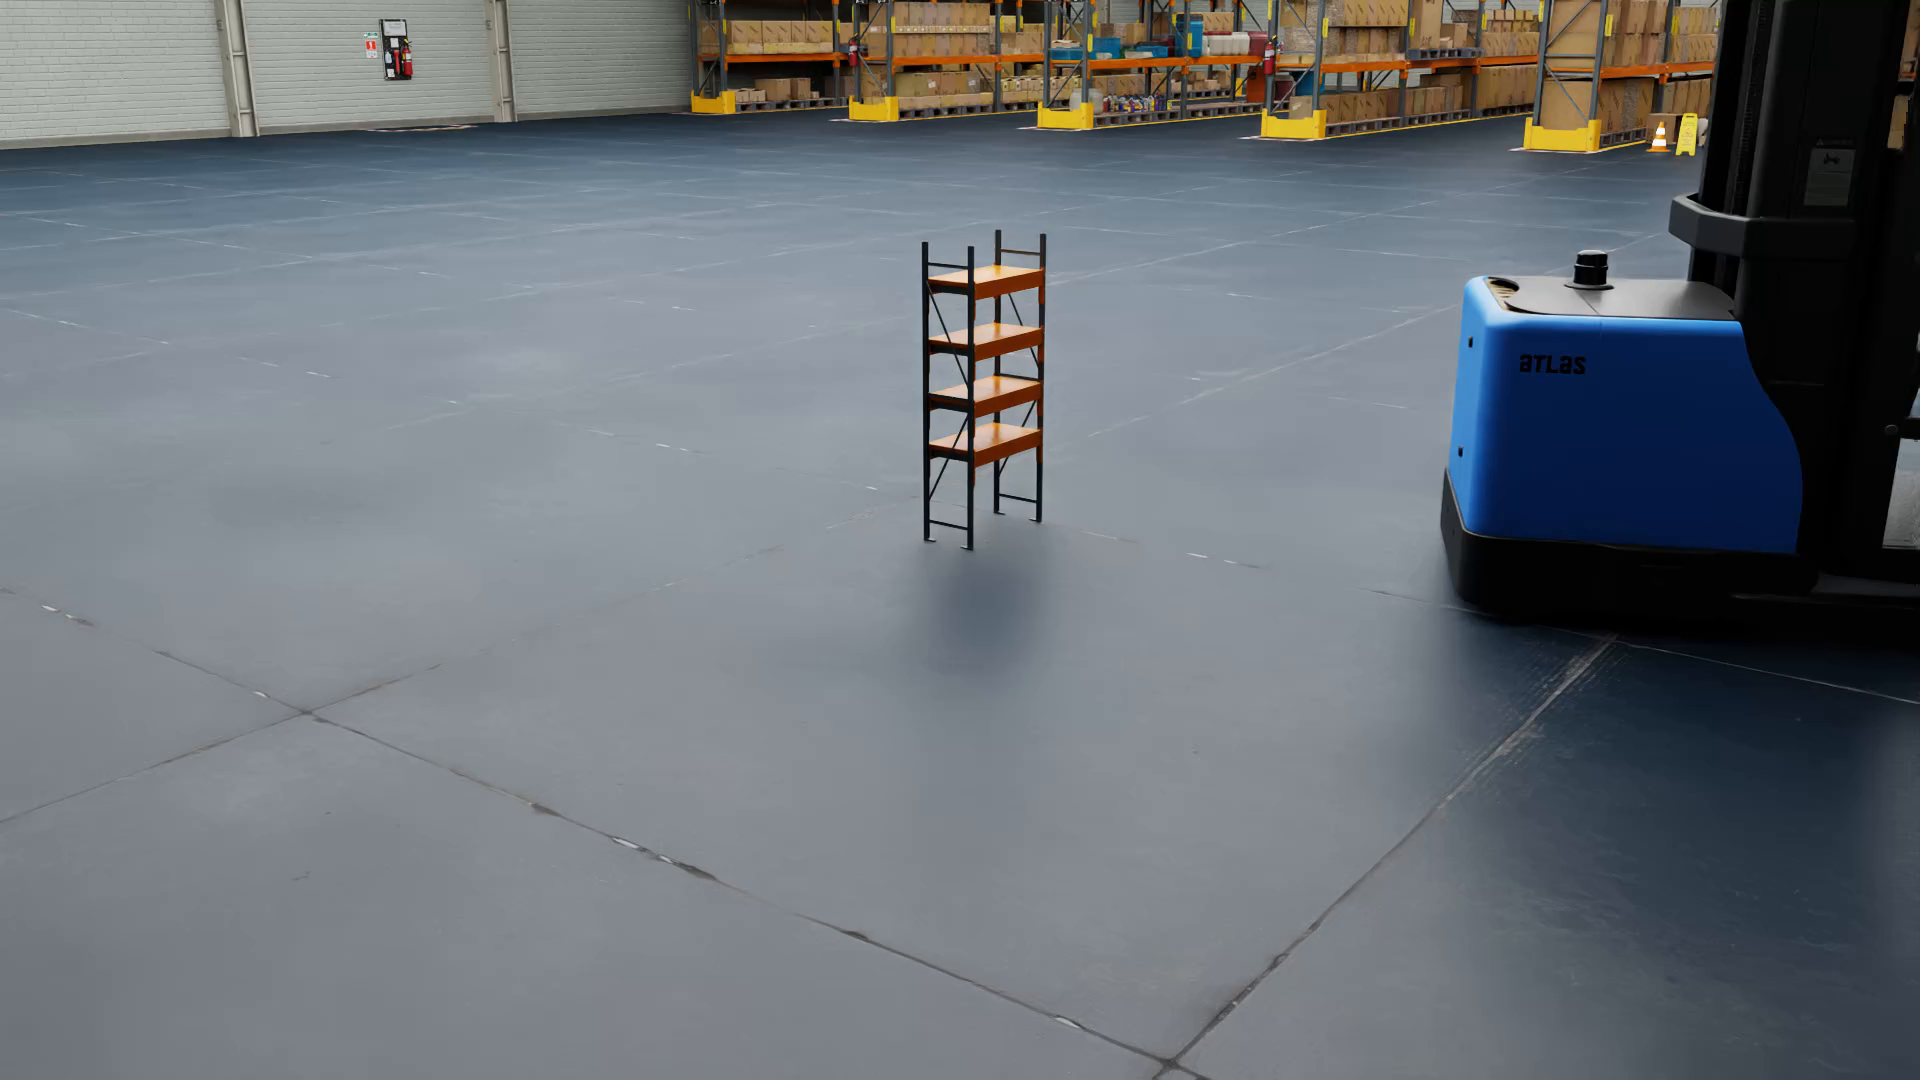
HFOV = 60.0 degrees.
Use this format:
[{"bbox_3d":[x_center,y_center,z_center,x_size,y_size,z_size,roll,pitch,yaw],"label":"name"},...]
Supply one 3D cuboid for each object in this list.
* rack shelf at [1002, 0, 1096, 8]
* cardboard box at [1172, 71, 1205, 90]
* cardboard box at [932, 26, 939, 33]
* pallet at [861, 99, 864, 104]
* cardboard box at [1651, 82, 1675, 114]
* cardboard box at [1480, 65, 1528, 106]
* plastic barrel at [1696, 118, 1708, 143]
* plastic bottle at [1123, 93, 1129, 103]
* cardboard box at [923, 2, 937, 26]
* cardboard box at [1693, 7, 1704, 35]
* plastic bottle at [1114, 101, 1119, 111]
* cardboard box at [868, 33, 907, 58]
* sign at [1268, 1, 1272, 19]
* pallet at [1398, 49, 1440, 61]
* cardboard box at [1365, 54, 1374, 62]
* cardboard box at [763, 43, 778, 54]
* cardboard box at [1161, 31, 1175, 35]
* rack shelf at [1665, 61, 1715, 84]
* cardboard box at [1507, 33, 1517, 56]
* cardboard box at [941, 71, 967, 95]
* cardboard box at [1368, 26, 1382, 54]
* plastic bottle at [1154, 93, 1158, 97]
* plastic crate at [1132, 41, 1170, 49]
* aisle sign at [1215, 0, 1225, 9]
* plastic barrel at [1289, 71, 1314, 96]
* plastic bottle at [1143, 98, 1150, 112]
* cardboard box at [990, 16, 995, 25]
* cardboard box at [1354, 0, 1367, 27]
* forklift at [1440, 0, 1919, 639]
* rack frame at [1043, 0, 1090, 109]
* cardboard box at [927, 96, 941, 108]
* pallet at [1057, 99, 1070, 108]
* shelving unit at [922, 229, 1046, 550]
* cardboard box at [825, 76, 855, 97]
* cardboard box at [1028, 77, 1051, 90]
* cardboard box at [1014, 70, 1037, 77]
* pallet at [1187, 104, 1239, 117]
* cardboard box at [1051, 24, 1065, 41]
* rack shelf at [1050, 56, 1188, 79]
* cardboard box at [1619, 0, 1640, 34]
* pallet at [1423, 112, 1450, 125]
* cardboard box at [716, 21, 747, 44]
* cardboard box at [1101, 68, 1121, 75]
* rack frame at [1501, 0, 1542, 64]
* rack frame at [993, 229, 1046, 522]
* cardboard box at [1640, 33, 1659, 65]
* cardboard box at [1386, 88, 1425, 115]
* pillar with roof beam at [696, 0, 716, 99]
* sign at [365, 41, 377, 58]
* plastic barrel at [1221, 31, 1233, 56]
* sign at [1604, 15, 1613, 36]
[{"bbox_3d":[2.497,-15.892,49.017,1.077,0.370,4.000,12,21,35],"label":"rack shelf"},{"bbox_3d":[6.401,-12.919,46.755,0.797,0.503,0.637,12,21,35],"label":"cardboard box"},{"bbox_3d":[-0.691,-11.314,36.858,0.380,0.149,0.250,12,21,34],"label":"cardboard box"},{"bbox_3d":[-2.272,-11.567,43.637,1.003,0.211,1.213,12,21,35],"label":"pallet"},{"bbox_3d":[12.694,-8.185,31.129,1.050,0.750,0.750,12,21,34],"label":"cardboard box"},{"bbox_3d":[12.343,-10.518,38.431,1.225,0.875,0.875,12,21,33],"label":"cardboard box"},{"bbox_3d":[12.952,-7.124,28.969,0.421,0.421,0.512,-4,18,-13],"label":"plastic barrel"},{"bbox_3d":[3.569,-9.452,35.848,0.144,0.351,0.185,11,21,32],"label":"plastic bottle"},{"bbox_3d":[-0.935,-11.630,36.780,0.700,0.500,0.500,13,21,35],"label":"cardboard box"},{"bbox_3d":[13.900,-10.025,32.113,0.700,0.500,0.500,12,21,34],"label":"cardboard box"},{"bbox_3d":[3.328,-9.224,35.367,0.097,0.201,0.097,0,17,0],"label":"plastic bottle"},{"bbox_3d":[-1.575,-10.751,36.138,0.700,0.500,0.500,12,21,35],"label":"cardboard box"},{"bbox_3d":[5.656,-9.650,30.275,0.100,0.325,0.005,12,21,35],"label":"sign"},{"bbox_3d":[9.045,-9.860,33.762,1.003,0.211,1.213,12,21,35],"label":"pallet"},{"bbox_3d":[7.676,-9.218,31.793,0.380,0.149,0.250,12,21,35],"label":"cardboard box"},{"bbox_3d":[-4.692,-11.713,39.624,0.500,0.250,0.500,12,21,34],"label":"cardboard box"},{"bbox_3d":[5.809,-13.574,45.227,0.500,0.500,0.500,13,22,36],"label":"cardboard box"},{"bbox_3d":[13.588,-9.028,31.971,1.077,0.370,4.000,12,21,35],"label":"rack shelf"},{"bbox_3d":[12.272,-11.228,37.675,0.500,0.500,0.500,13,21,35],"label":"cardboard box"},{"bbox_3d":[-0.183,-10.407,37.862,0.500,0.500,0.500,12,21,35],"label":"cardboard box"},{"bbox_3d":[7.612,-9.640,32.057,0.875,0.500,0.500,12,21,35],"label":"cardboard box"},{"bbox_3d":[4.227,-9.437,35.800,0.144,0.351,0.185,12,21,35],"label":"plastic bottle"},{"bbox_3d":[4.081,-10.539,35.728,0.767,0.338,0.504,12,21,35],"label":"plastic crate"},{"bbox_3d":[7.474,-15.715,47.907,0.394,0.787,0.004,12,21,35],"label":"aisle sign"},{"bbox_3d":[8.502,-11.480,41.482,0.600,0.901,0.708,12,21,35],"label":"plastic barrel"},{"bbox_3d":[3.936,-9.215,35.212,0.152,0.276,0.135,13,21,36],"label":"plastic bottle"},{"bbox_3d":[0.616,-14.486,46.367,0.500,0.250,0.500,13,21,36],"label":"cardboard box"},{"bbox_3d":[7.237,-9.830,30.985,0.500,0.500,0.500,12,21,35],"label":"cardboard box"},{"bbox_3d":[3.330,-1.177,5.592,3.031,2.935,1.130,3,18,11],"label":"forklift"},{"bbox_3d":[2.112,-9.718,32.980,1.000,3.000,0.127,12,21,35],"label":"rack frame"},{"bbox_3d":[-0.772,-9.809,37.201,0.500,0.250,0.500,12,21,35],"label":"cardboard box"},{"bbox_3d":[2.381,-10.979,41.742,1.003,0.211,1.213,12,21,35],"label":"pallet"},{"bbox_3d":[0.099,-0.612,6.693,0.258,1.200,0.503,12,21,35],"label":"shelving unit"},{"bbox_3d":[-3.036,-11.616,42.565,0.700,0.500,0.500,13,22,37],"label":"cardboard box"},{"bbox_3d":[1.881,-11.123,40.487,0.500,0.311,0.500,13,22,36],"label":"cardboard box"},{"bbox_3d":[1.834,-13.494,48.645,0.700,0.500,0.500,13,21,35],"label":"cardboard box"},{"bbox_3d":[5.659,-9.825,38.026,1.003,0.211,1.213,12,21,35],"label":"pallet"},{"bbox_3d":[2.507,-14.945,49.304,0.980,0.700,0.700,11,20,32],"label":"cardboard box"},{"bbox_3d":[3.304,-9.851,34.621,1.077,0.370,4.000,12,21,35],"label":"rack shelf"},{"bbox_3d":[10.962,-8.868,28.169,0.875,0.550,0.550,12,21,35],"label":"cardboard box"},{"bbox_3d":[9.662,-8.942,35.181,1.003,0.211,1.213,12,21,35],"label":"pallet"},{"bbox_3d":[-5.319,-11.826,38.721,0.500,0.500,0.500,12,21,35],"label":"cardboard box"},{"bbox_3d":[3.908,-12.397,43.816,0.500,0.250,0.500,12,21,34],"label":"cardboard box"},{"bbox_3d":[13.240,-11.701,39.366,1.000,3.000,0.127,12,21,35],"label":"rack frame"},{"bbox_3d":[0.244,-0.671,6.880,0.240,1.200,0.015,12,21,35],"label":"rack frame"},{"bbox_3d":[11.877,-8.742,29.583,0.875,0.550,0.550,12,21,35],"label":"cardboard box"},{"bbox_3d":[9.156,-9.065,34.349,0.700,0.500,0.500,12,21,34],"label":"cardboard box"},{"bbox_3d":[-2.665,-13.893,36.308,9.100,9.000,0.400,12,21,35],"label":"pillar with roof beam"},{"bbox_3d":[-11.612,-9.681,32.801,0.001,0.329,0.234,12,21,35],"label":"sign"},{"bbox_3d":[5.936,-11.203,37.532,0.433,0.535,0.433,0,17,0],"label":"plastic barrel"},{"bbox_3d":[10.455,-8.294,26.802,0.100,0.325,0.005,12,21,35],"label":"sign"}]
